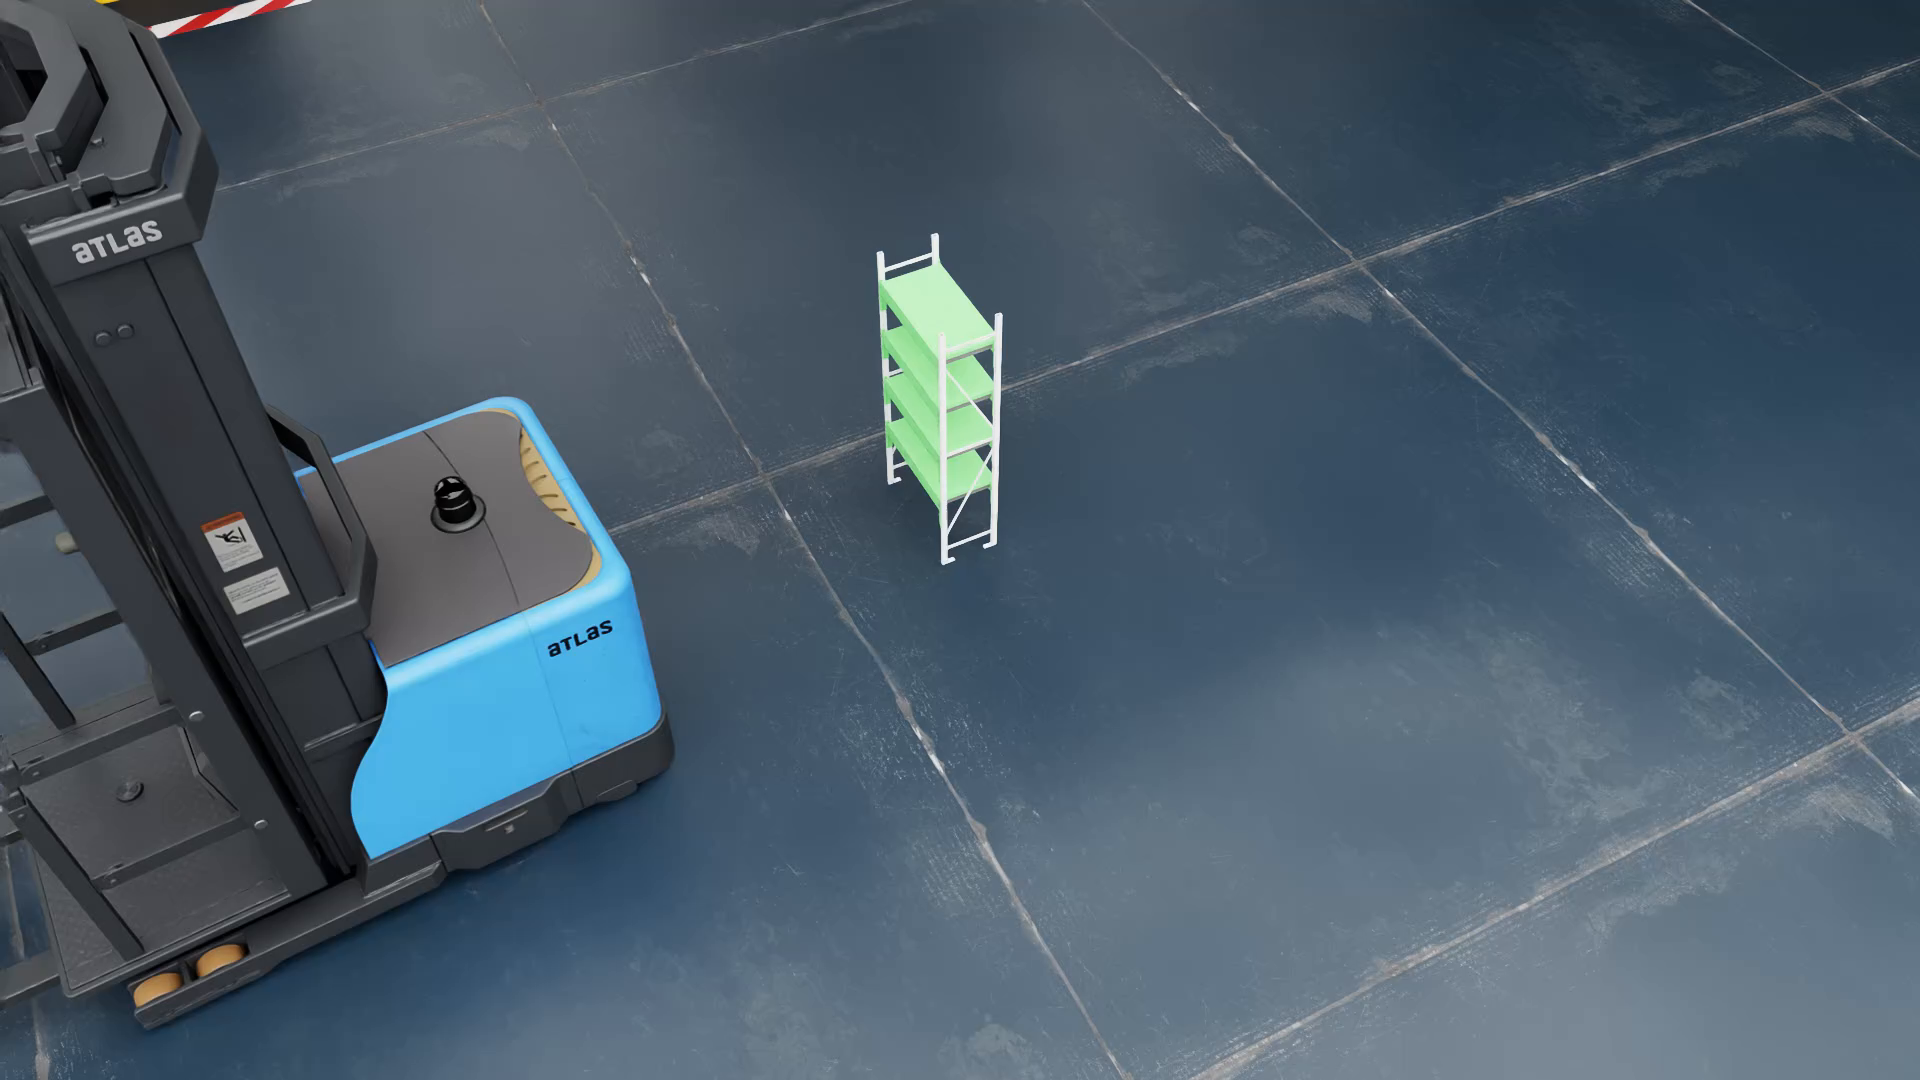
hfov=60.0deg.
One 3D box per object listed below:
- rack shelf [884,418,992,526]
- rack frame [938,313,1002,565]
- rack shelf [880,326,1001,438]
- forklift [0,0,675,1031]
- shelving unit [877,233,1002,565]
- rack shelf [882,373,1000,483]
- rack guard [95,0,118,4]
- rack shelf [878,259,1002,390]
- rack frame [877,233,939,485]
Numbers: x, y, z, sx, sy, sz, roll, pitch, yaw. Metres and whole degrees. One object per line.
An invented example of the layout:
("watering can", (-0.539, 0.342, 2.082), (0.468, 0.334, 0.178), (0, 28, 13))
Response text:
("rack shelf", (-0.076, -0.306, 6.517), (0.258, 0.148, 0.480), (-21, 52, -18))
("rack frame", (0.036, -0.342, 6.145), (0.240, 1.200, 0.015), (-21, 52, -18))
("rack shelf", (-0.076, -0.622, 6.155), (0.258, 0.148, 0.480), (-21, 52, -18))
("forklift", (-2.541, 0.109, 4.600), (3.031, 2.935, 1.130), (-24, 53, -20))
("shelving unit", (-0.076, -0.506, 6.288), (0.258, 1.200, 0.503), (-21, 52, -18))
("rack shelf", (-0.076, -0.464, 6.336), (0.258, 0.148, 0.480), (-21, 52, -18))
("rack guard", (-4.515, -3.378, 9.265), (1.175, 0.500, 0.348), (-21, 52, -18))
("rack shelf", (-0.076, -0.780, 5.975), (0.258, 0.148, 0.480), (-21, 52, -18))
("rack frame", (-0.187, -0.669, 6.431), (0.240, 1.200, 0.015), (-21, 52, -18))
